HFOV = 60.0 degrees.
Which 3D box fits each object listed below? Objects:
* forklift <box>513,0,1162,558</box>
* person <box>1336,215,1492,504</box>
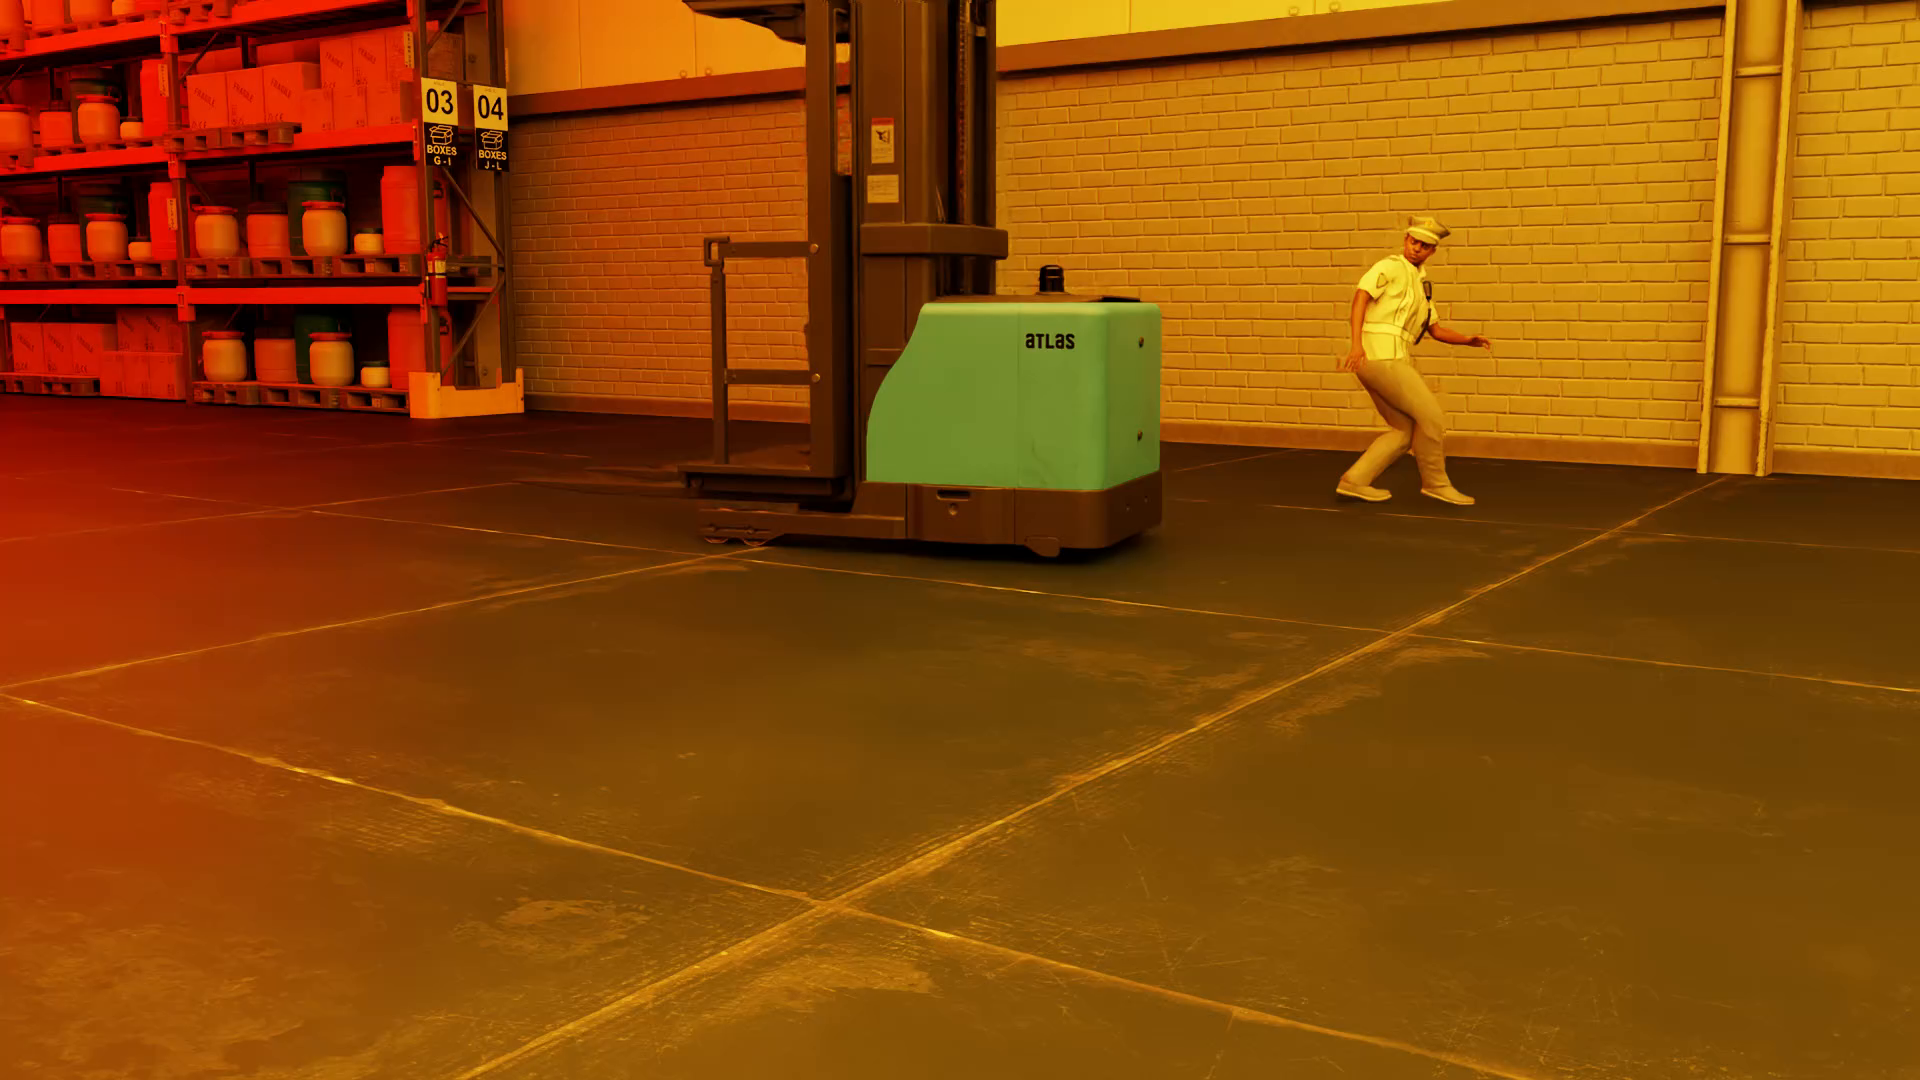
[{"bbox_3d":[-0.639,-1.485,7.637,3.031,2.935,1.130,3,9,21],"label":"forklift"},{"bbox_3d":[2.407,-0.939,8.822,0.779,1.552,0.704,3,9,20],"label":"person"}]
